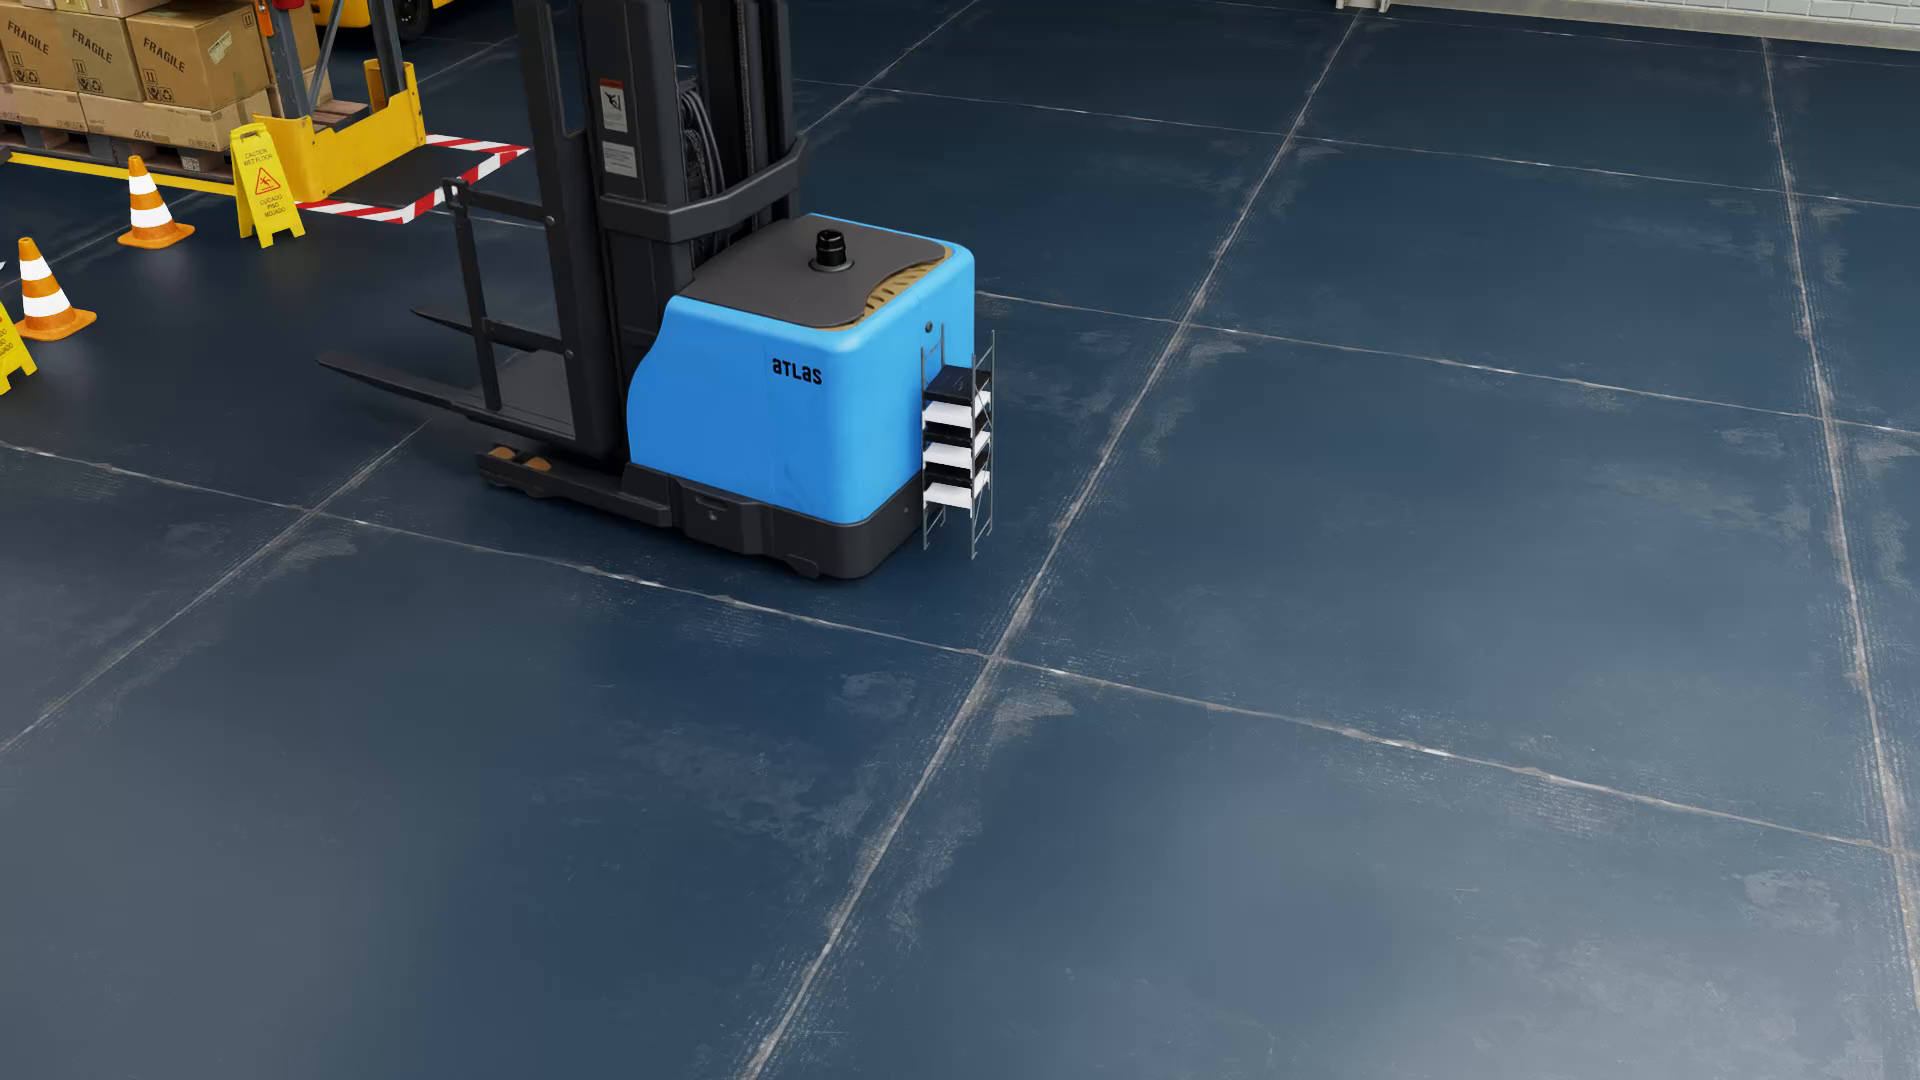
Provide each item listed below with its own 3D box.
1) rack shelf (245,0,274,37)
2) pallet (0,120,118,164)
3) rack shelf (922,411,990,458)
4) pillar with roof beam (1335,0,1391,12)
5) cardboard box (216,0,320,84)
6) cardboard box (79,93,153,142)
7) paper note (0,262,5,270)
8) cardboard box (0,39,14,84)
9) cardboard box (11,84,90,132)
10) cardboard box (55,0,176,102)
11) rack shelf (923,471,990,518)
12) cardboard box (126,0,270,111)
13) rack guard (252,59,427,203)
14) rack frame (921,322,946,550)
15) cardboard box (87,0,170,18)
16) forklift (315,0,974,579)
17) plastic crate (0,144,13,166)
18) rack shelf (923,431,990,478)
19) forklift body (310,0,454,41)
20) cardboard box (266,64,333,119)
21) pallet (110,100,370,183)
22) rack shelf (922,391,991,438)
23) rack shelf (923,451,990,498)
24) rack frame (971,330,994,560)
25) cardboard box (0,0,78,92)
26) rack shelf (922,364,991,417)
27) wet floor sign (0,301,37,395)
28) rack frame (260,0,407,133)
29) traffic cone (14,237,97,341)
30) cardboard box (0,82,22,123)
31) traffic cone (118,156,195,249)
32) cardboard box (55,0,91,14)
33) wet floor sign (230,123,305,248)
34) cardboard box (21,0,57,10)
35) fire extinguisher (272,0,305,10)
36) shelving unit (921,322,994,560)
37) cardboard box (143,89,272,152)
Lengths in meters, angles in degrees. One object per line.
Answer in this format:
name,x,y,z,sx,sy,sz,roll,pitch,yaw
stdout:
rack shelf,-5.590,-3.625,10.263,4.000,0.370,1.077,11,34,16
pallet,-5.676,-2.795,10.884,1.213,0.211,1.003,11,34,16
rack shelf,-0.008,-0.427,6.477,0.200,0.077,0.258,11,34,16
pillar with roof beam,1.809,-5.908,7.605,0.400,9.000,9.100,11,34,16
cardboard box,-4.396,-3.191,10.383,0.500,0.500,0.500,10,34,15
cardboard box,-5.044,-2.692,10.302,0.500,0.250,0.500,11,34,17
paper note,-5.268,-1.471,9.000,0.142,0.019,0.148,0,33,0
cardboard box,-6.013,-3.196,10.391,0.500,0.500,0.500,13,35,19
cardboard box,-5.538,-2.785,10.446,0.500,0.250,0.500,10,34,15
cardboard box,-5.042,-3.005,10.095,0.500,0.500,0.500,12,35,18
rack shelf,-0.008,-0.200,6.624,0.200,0.077,0.258,11,34,16
cardboard box,-4.549,-2.911,9.950,0.500,0.500,0.500,11,35,17
rack guard,-3.779,-2.525,10.200,0.348,0.500,1.175,11,34,16
rack frame,-0.103,-0.398,6.537,0.006,0.900,0.240,11,34,16
cardboard box,-4.917,-3.217,9.825,0.250,0.149,0.380,12,35,18
forklift,-1.472,-1.643,6.592,3.031,2.935,1.130,16,36,24
plastic crate,-6.271,-2.361,10.333,0.583,0.080,0.402,0,33,0
rack shelf,-0.008,-0.352,6.526,0.200,0.077,0.258,11,34,16
forklift body,-4.436,-5.155,12.752,1.214,2.155,2.313,11,34,16
cardboard box,-4.373,-2.871,10.580,0.500,0.250,0.500,11,34,16
pallet,-4.531,-2.571,10.537,1.213,0.211,1.003,11,34,16
rack shelf,-0.008,-0.503,6.429,0.200,0.077,0.258,11,34,16
rack shelf,-0.008,-0.276,6.575,0.200,0.077,0.258,11,34,16
rack frame,0.088,-0.361,6.479,0.006,0.900,0.240,11,34,16
cardboard box,-5.514,-3.101,10.244,0.500,0.500,0.500,10,34,15
rack shelf,-0.008,-0.578,6.380,0.200,0.077,0.258,11,34,16
wet floor sign,-4.587,-1.032,7.753,0.232,0.644,0.267,5,33,8
rack frame,-3.707,-3.561,9.501,0.127,3.000,1.000,11,34,16
traffic cone,-4.601,-1.287,8.316,0.334,0.463,0.336,11,34,16
cardboard box,-6.002,-2.881,10.595,0.500,0.250,0.500,11,34,16
traffic cone,-4.547,-1.916,9.290,0.334,0.463,0.336,11,34,16
cardboard box,-5.153,-3.264,9.899,0.250,0.149,0.380,12,35,17
wet floor sign,-3.889,-1.991,9.239,0.232,0.644,0.267,24,40,32
cardboard box,-5.400,-3.313,9.975,0.250,0.149,0.380,12,35,19
fire extinguisher,-3.755,-3.273,9.125,0.183,0.674,0.296,11,34,16
shelving unit,-0.008,-0.380,6.508,0.210,0.900,0.258,11,34,16
cardboard box,-4.581,-2.598,10.156,0.500,0.250,0.500,11,34,16
